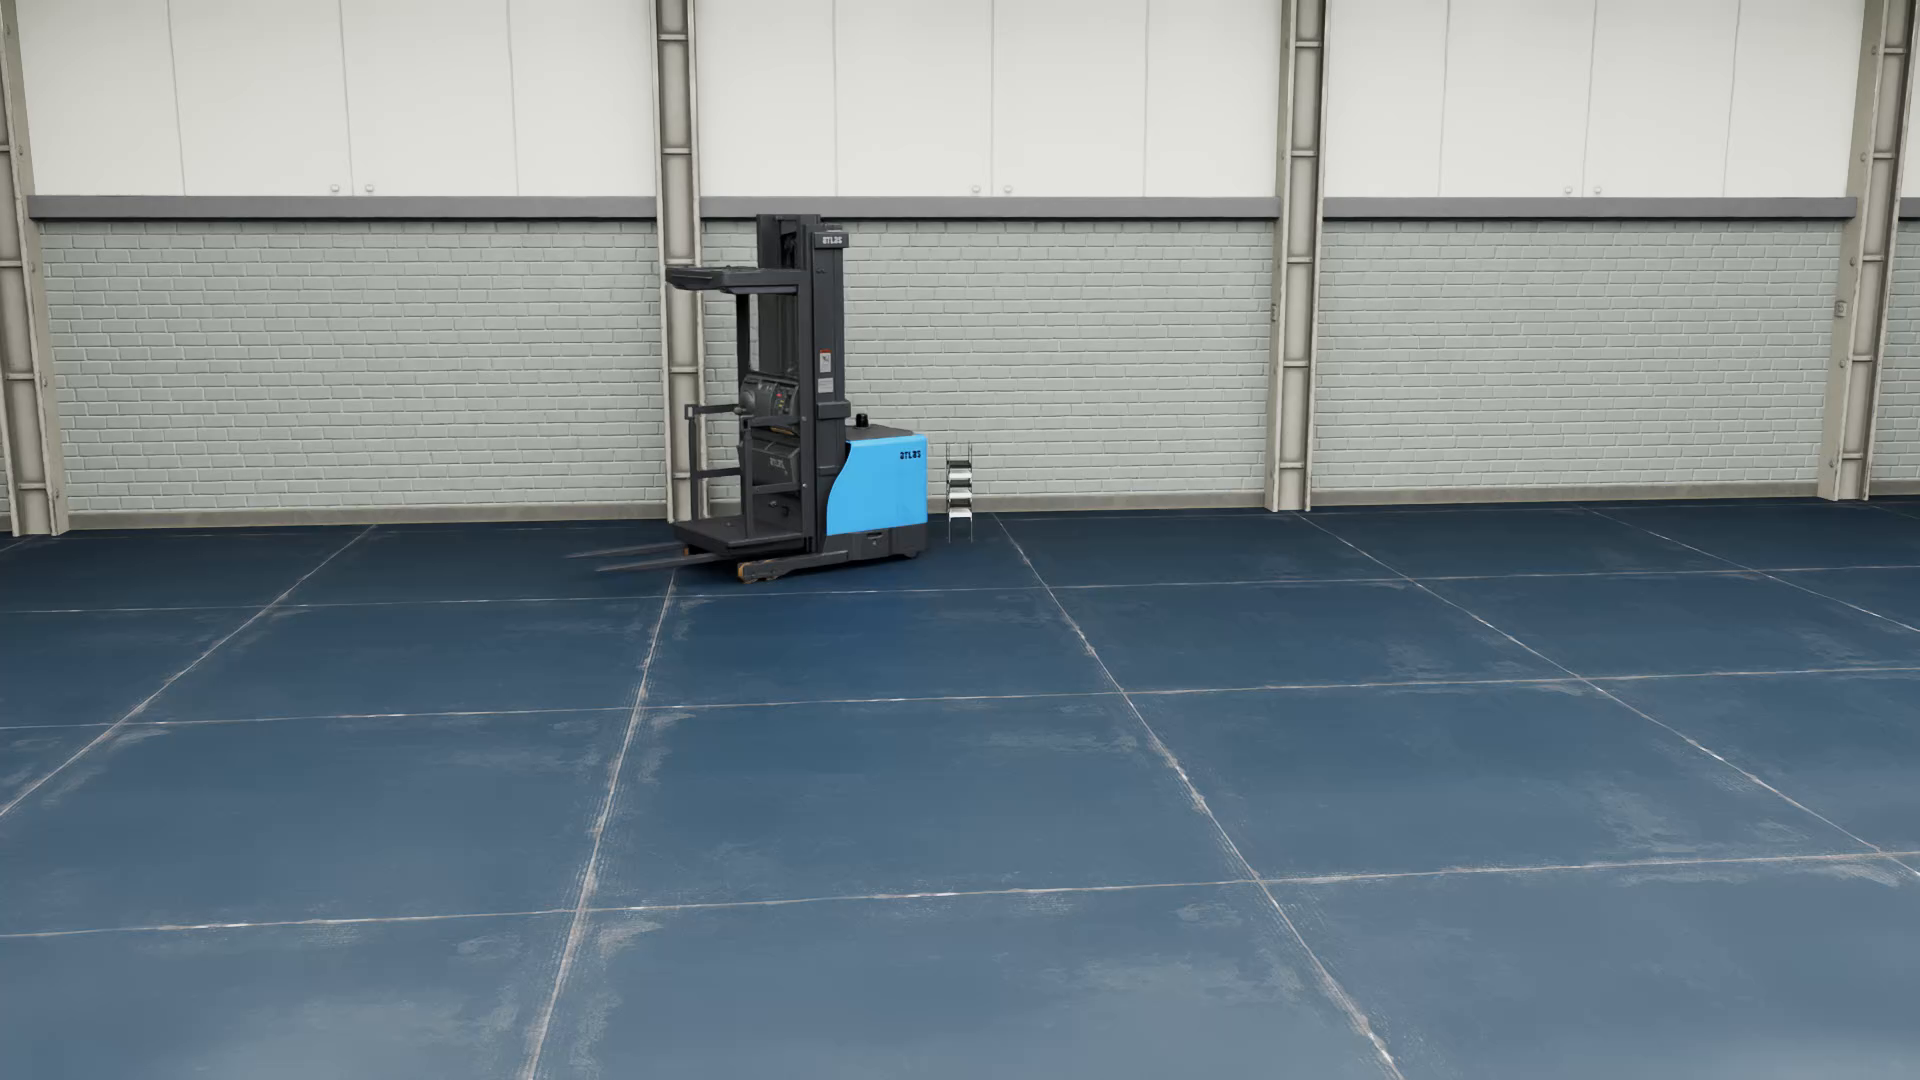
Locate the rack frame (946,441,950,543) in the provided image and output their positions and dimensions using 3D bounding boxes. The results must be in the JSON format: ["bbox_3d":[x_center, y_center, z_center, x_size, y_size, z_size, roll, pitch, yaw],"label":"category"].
[{"bbox_3d":[-0.109,-0.439,15.152,0.006,0.900,0.240,-1,11,-6],"label":"rack frame"}]

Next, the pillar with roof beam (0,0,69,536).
[{"bbox_3d":[-8.147,-3.658,10.531,0.400,9.000,9.100,-1,11,-6],"label":"pillar with roof beam"}]

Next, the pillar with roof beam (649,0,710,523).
[{"bbox_3d":[-2.182,-3.783,11.167,0.400,9.000,9.100,-1,11,-6],"label":"pillar with roof beam"}]

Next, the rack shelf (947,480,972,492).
[{"bbox_3d":[-0.008,-0.497,15.151,0.200,0.077,0.258,-1,11,-6],"label":"rack shelf"}]

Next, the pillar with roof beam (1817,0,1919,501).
[{"bbox_3d":[9.748,-4.033,12.439,0.400,9.000,9.100,-1,11,-6],"label":"pillar with roof beam"}]

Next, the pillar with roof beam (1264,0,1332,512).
[{"bbox_3d":[3.783,-3.908,11.803,0.400,9.000,9.100,-1,11,-6],"label":"pillar with roof beam"}]

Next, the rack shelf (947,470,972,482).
[{"bbox_3d":[-0.008,-0.585,15.134,0.200,0.077,0.258,-1,11,-6],"label":"rack shelf"}]

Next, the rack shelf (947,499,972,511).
[{"bbox_3d":[-0.008,-0.320,15.186,0.200,0.077,0.258,-1,11,-6],"label":"rack shelf"}]

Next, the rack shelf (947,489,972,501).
[{"bbox_3d":[-0.008,-0.409,15.169,0.200,0.077,0.258,-1,11,-6],"label":"rack shelf"}]

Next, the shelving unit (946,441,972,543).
[{"bbox_3d":[-0.008,-0.441,15.162,0.210,0.900,0.258,-1,11,-6],"label":"shelving unit"}]

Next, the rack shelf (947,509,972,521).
[{"bbox_3d":[-0.008,-0.232,15.203,0.200,0.077,0.258,-1,11,-6],"label":"rack shelf"}]

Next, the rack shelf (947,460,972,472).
[{"bbox_3d":[-0.008,-0.674,15.117,0.200,0.077,0.258,-1,11,-6],"label":"rack shelf"}]

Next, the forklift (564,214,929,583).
[{"bbox_3d":[-1.768,-1.203,13.771,3.031,2.935,1.130,-8,14,-34],"label":"forklift"}]

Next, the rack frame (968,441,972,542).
[{"bbox_3d":[0.093,-0.443,15.173,0.006,0.900,0.240,-1,11,-6],"label":"rack frame"}]
